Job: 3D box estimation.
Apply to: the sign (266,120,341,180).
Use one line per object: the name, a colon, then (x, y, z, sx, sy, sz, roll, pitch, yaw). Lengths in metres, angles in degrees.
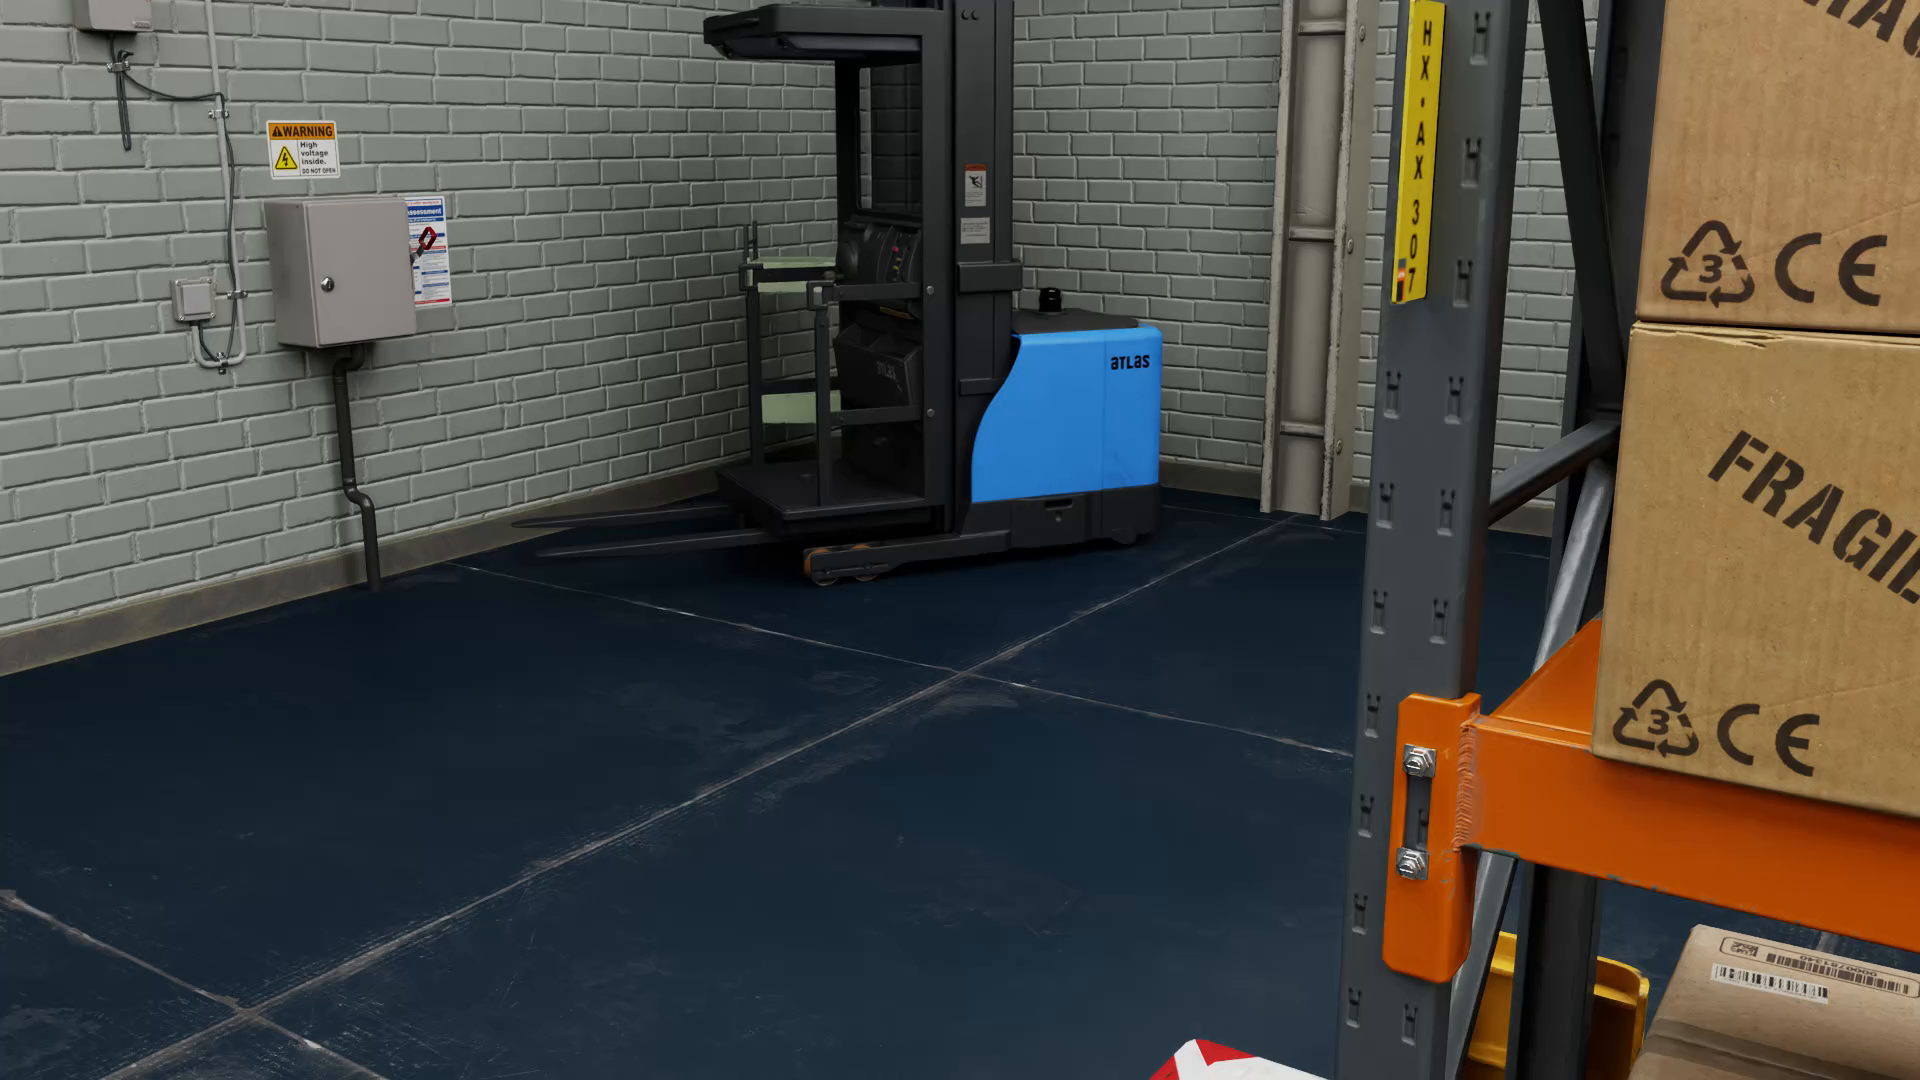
sign: (-2.775, -1.651, 7.032, 0.001, 0.242, 0.339, 9, 17, 33)

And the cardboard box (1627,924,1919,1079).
cardboard box: (1.430, 1.026, 2.395, 0.875, 0.438, 0.875, 9, 16, 31)

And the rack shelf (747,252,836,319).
rack shelf: (-0.781, -1.385, 9.171, 0.720, 0.370, 0.431, 0, 14, 1)

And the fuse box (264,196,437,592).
fuse box: (-2.572, -0.608, 7.219, 0.414, 1.711, 0.539, 9, 17, 33)

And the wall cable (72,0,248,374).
wall cable: (-3.083, -1.612, 6.477, 0.122, 1.984, 0.588, 9, 17, 33)

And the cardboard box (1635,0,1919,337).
cardboard box: (1.066, -0.495, 1.793, 0.500, 0.500, 0.500, 9, 16, 32)

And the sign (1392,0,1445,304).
sign: (0.512, -0.431, 1.857, 0.005, 0.325, 0.100, 9, 17, 33)

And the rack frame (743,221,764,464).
rack frame: (-1.147, -1.007, 9.270, 0.023, 1.500, 0.400, 0, 14, 1)

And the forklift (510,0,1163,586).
forklift: (-0.568, -1.361, 7.720, 3.031, 2.935, 1.130, -6, 15, -24)

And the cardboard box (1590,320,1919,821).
cardboard box: (1.065, -0.010, 1.911, 0.500, 0.500, 0.500, 9, 17, 32)

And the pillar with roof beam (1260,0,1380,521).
pillar with roof beam: (-0.543, -3.668, 4.413, 0.400, 9.000, 9.100, 9, 17, 33)

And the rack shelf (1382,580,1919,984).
rack shelf: (2.486, 0.535, 1.418, 4.000, 0.370, 1.077, 9, 17, 33)

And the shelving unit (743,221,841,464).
shelving unit: (-0.781, -1.006, 9.265, 0.755, 1.500, 0.431, 0, 14, 1)

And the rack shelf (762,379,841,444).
rack shelf: (-0.781, -0.689, 9.344, 0.720, 0.370, 0.431, 0, 14, 1)

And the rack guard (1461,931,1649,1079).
rack guard: (0.807, 1.127, 2.728, 0.348, 0.500, 1.175, 9, 17, 33)

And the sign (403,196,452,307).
sign: (-2.468, -1.314, 7.585, 0.001, 0.494, 0.329, 9, 17, 33)
